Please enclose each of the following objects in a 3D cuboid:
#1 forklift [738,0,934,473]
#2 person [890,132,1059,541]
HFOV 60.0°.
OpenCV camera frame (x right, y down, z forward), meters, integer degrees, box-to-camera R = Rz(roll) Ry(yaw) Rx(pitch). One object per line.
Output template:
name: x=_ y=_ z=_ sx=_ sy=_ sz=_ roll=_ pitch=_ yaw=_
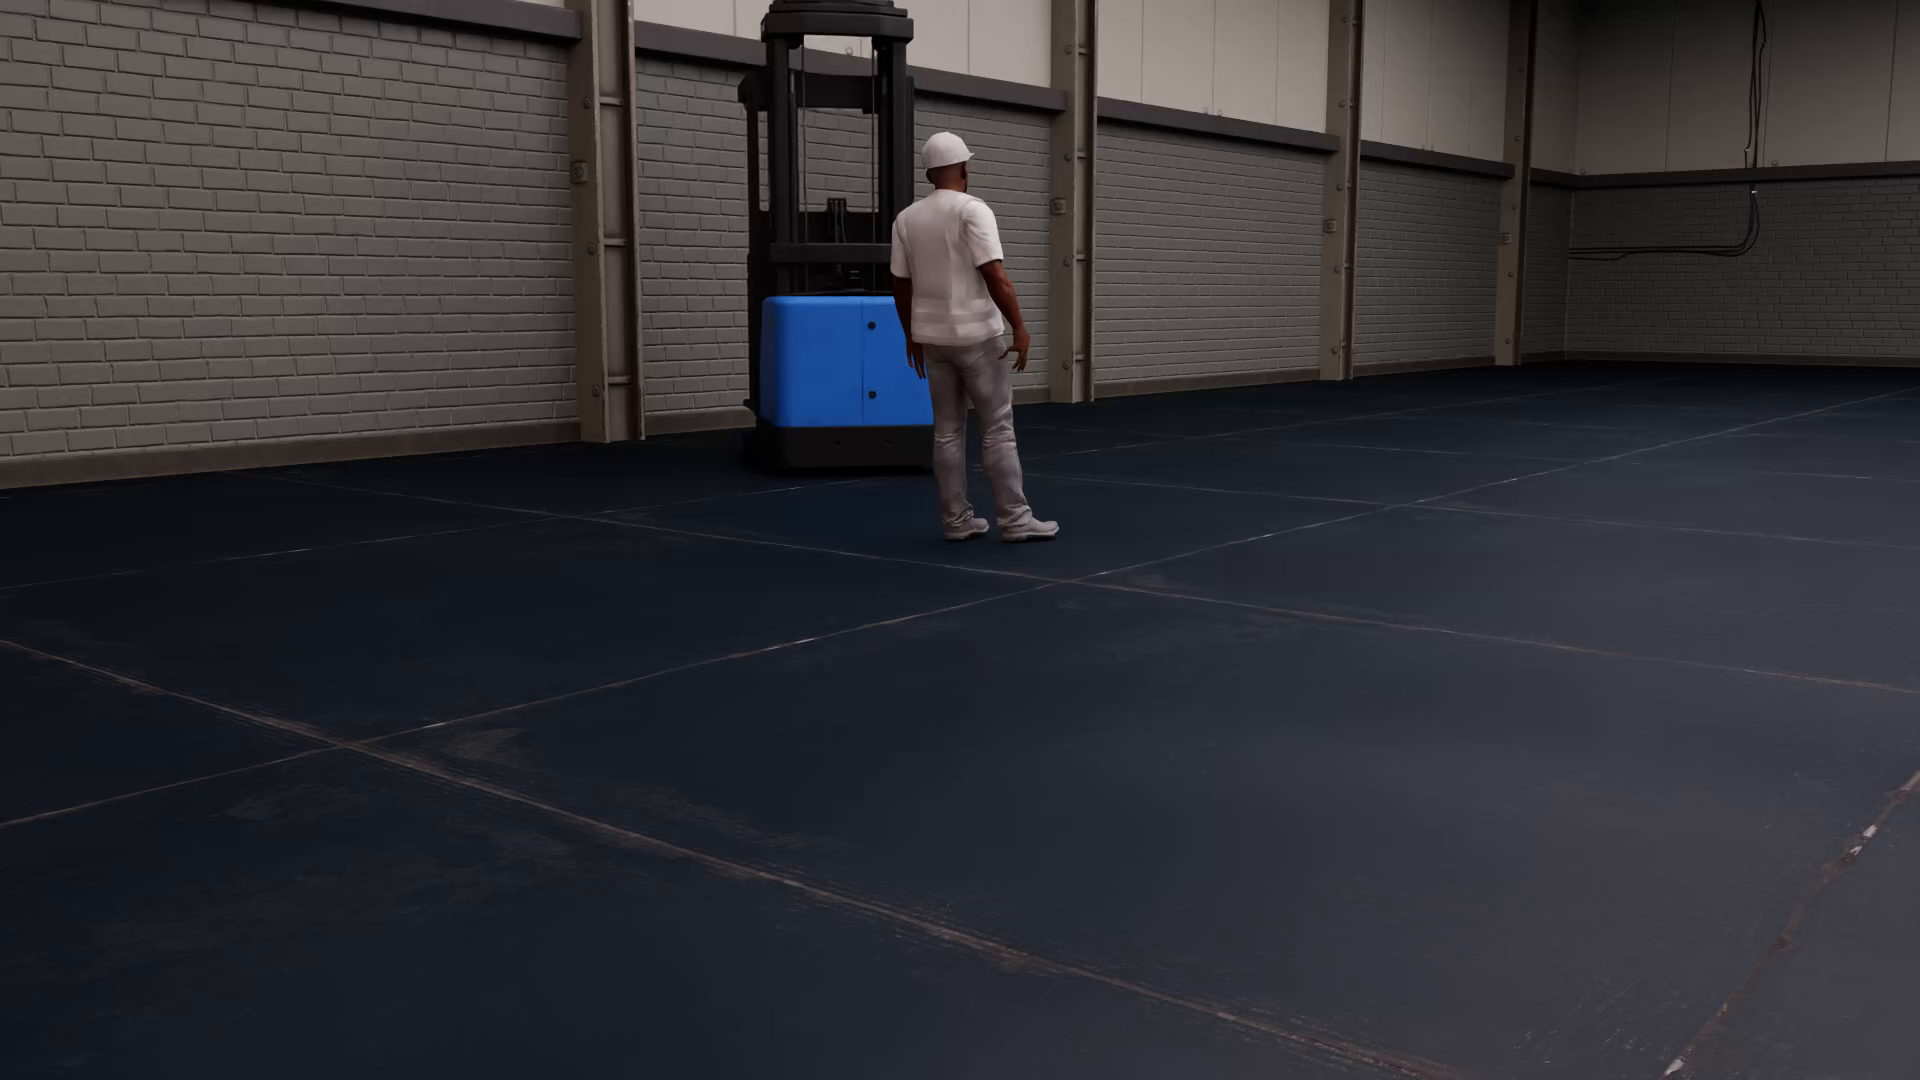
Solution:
forklift: x=-0.893 y=-2.033 z=11.172 sx=1.130 sy=2.935 sz=3.031 roll=-2 pitch=9 yaw=-12
person: x=0.049 y=-0.888 z=7.327 sx=0.665 sy=1.768 sz=0.575 roll=7 pitch=11 yaw=38
